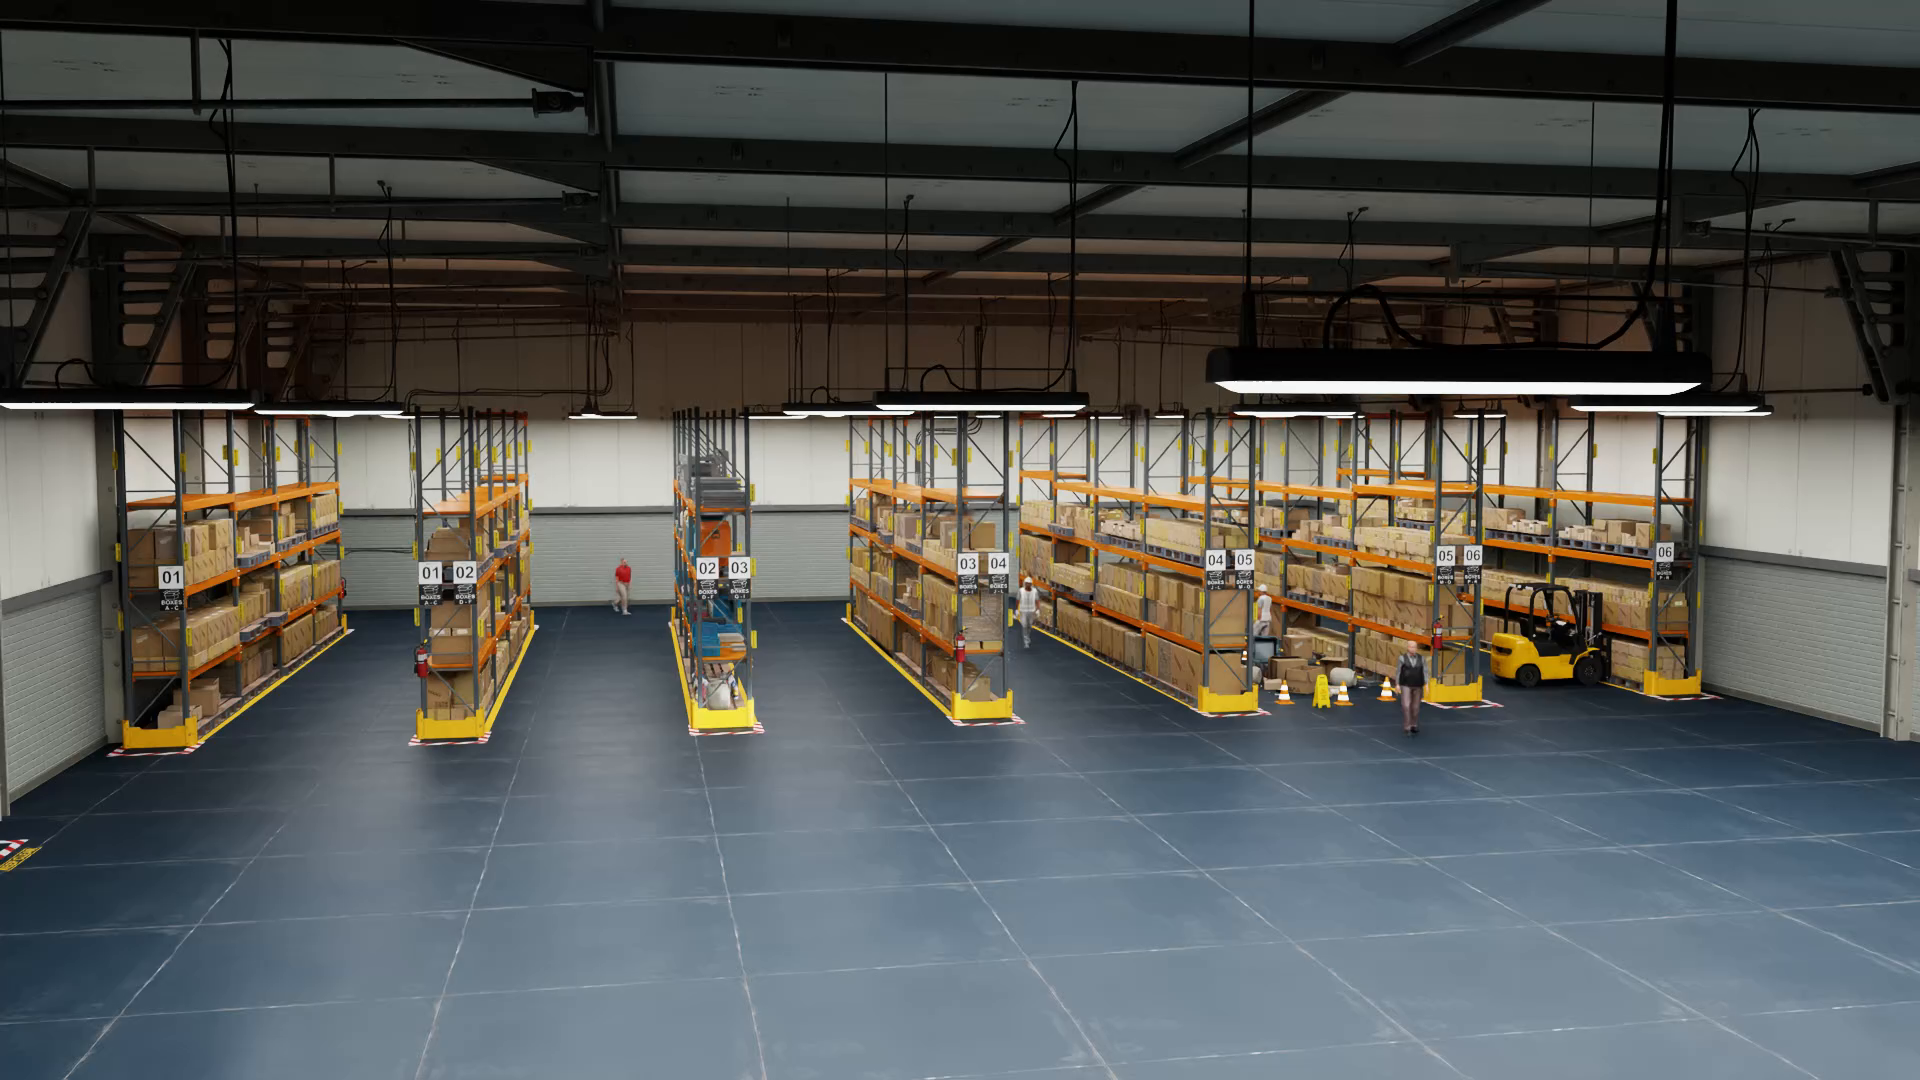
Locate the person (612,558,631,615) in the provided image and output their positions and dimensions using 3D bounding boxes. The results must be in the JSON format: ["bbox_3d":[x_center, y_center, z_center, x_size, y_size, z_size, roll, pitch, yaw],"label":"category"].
[{"bbox_3d":[-10.027,1.359,49.319,0.879,1.687,0.537,2,5,30],"label":"person"}]

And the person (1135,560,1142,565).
[{"bbox_3d":[5.603,1.262,51.719,0.982,1.567,0.436,3,5,34],"label":"person"}]

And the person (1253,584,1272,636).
[{"bbox_3d":[7.344,1.971,40.202,0.602,1.791,0.467,-4,6,-44],"label":"person"}]

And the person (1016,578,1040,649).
[{"bbox_3d":[1.731,1.831,42.314,0.580,1.750,0.982,-1,4,-12],"label":"person"}]

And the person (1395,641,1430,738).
[{"bbox_3d":[8.273,2.716,30.387,0.591,1.741,0.632,0,4,5],"label":"person"}]
